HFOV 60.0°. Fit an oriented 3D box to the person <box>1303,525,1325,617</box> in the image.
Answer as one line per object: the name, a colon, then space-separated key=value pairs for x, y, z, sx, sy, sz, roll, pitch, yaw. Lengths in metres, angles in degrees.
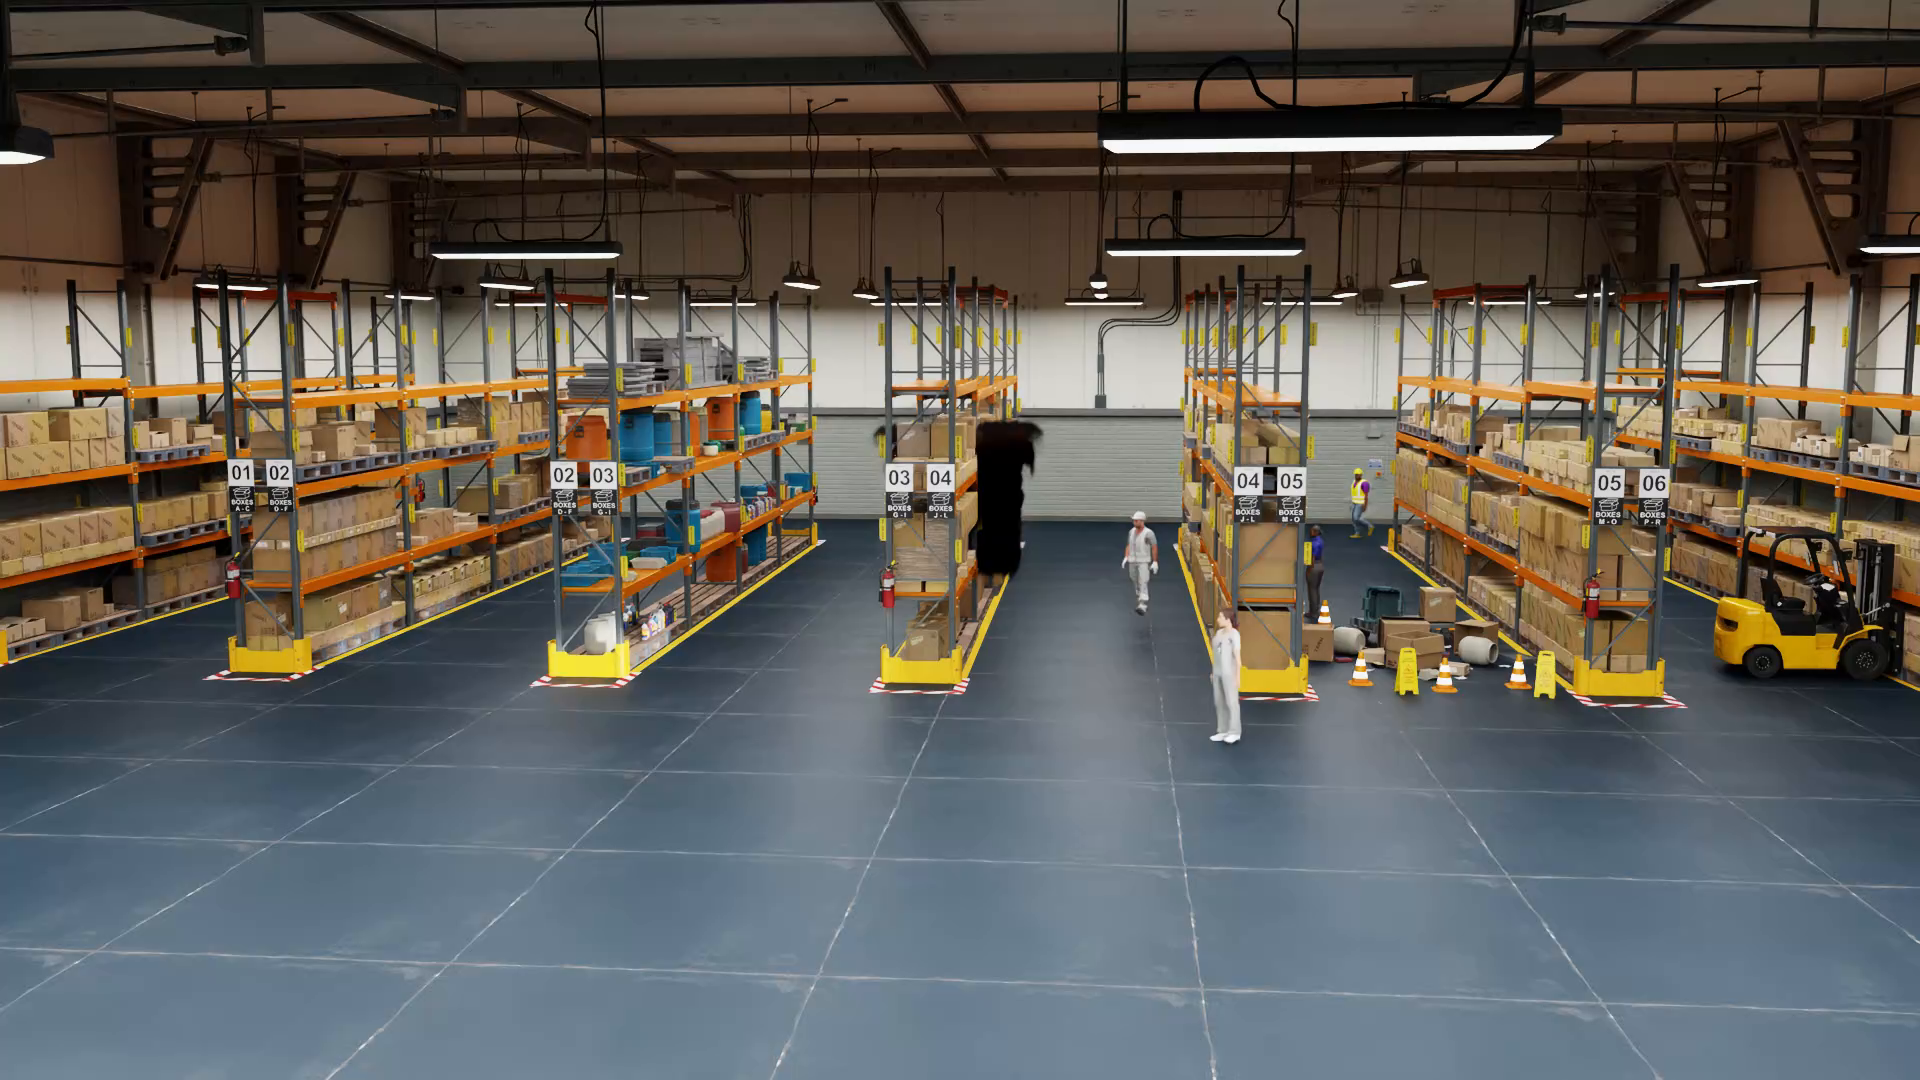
person: x=6.339 y=0.552 z=30.008 sx=0.442 sy=1.651 sz=0.519 roll=6 pitch=9 yaw=39

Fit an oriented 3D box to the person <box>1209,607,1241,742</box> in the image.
person: x=3.319 y=1.684 z=20.634 sx=0.376 sy=1.707 sz=0.548 roll=-4 pitch=8 yaw=-30

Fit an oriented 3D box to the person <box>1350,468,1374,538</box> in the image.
person: x=10.014 y=-0.917 z=41.466 sx=0.557 sy=1.747 sz=0.555 roll=-1 pitch=7 yaw=-10

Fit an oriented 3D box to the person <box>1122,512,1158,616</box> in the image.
person: x=3.079 y=0.401 z=28.415 sx=0.596 sy=1.763 sz=1.050 roll=4 pitch=8 yaw=31
